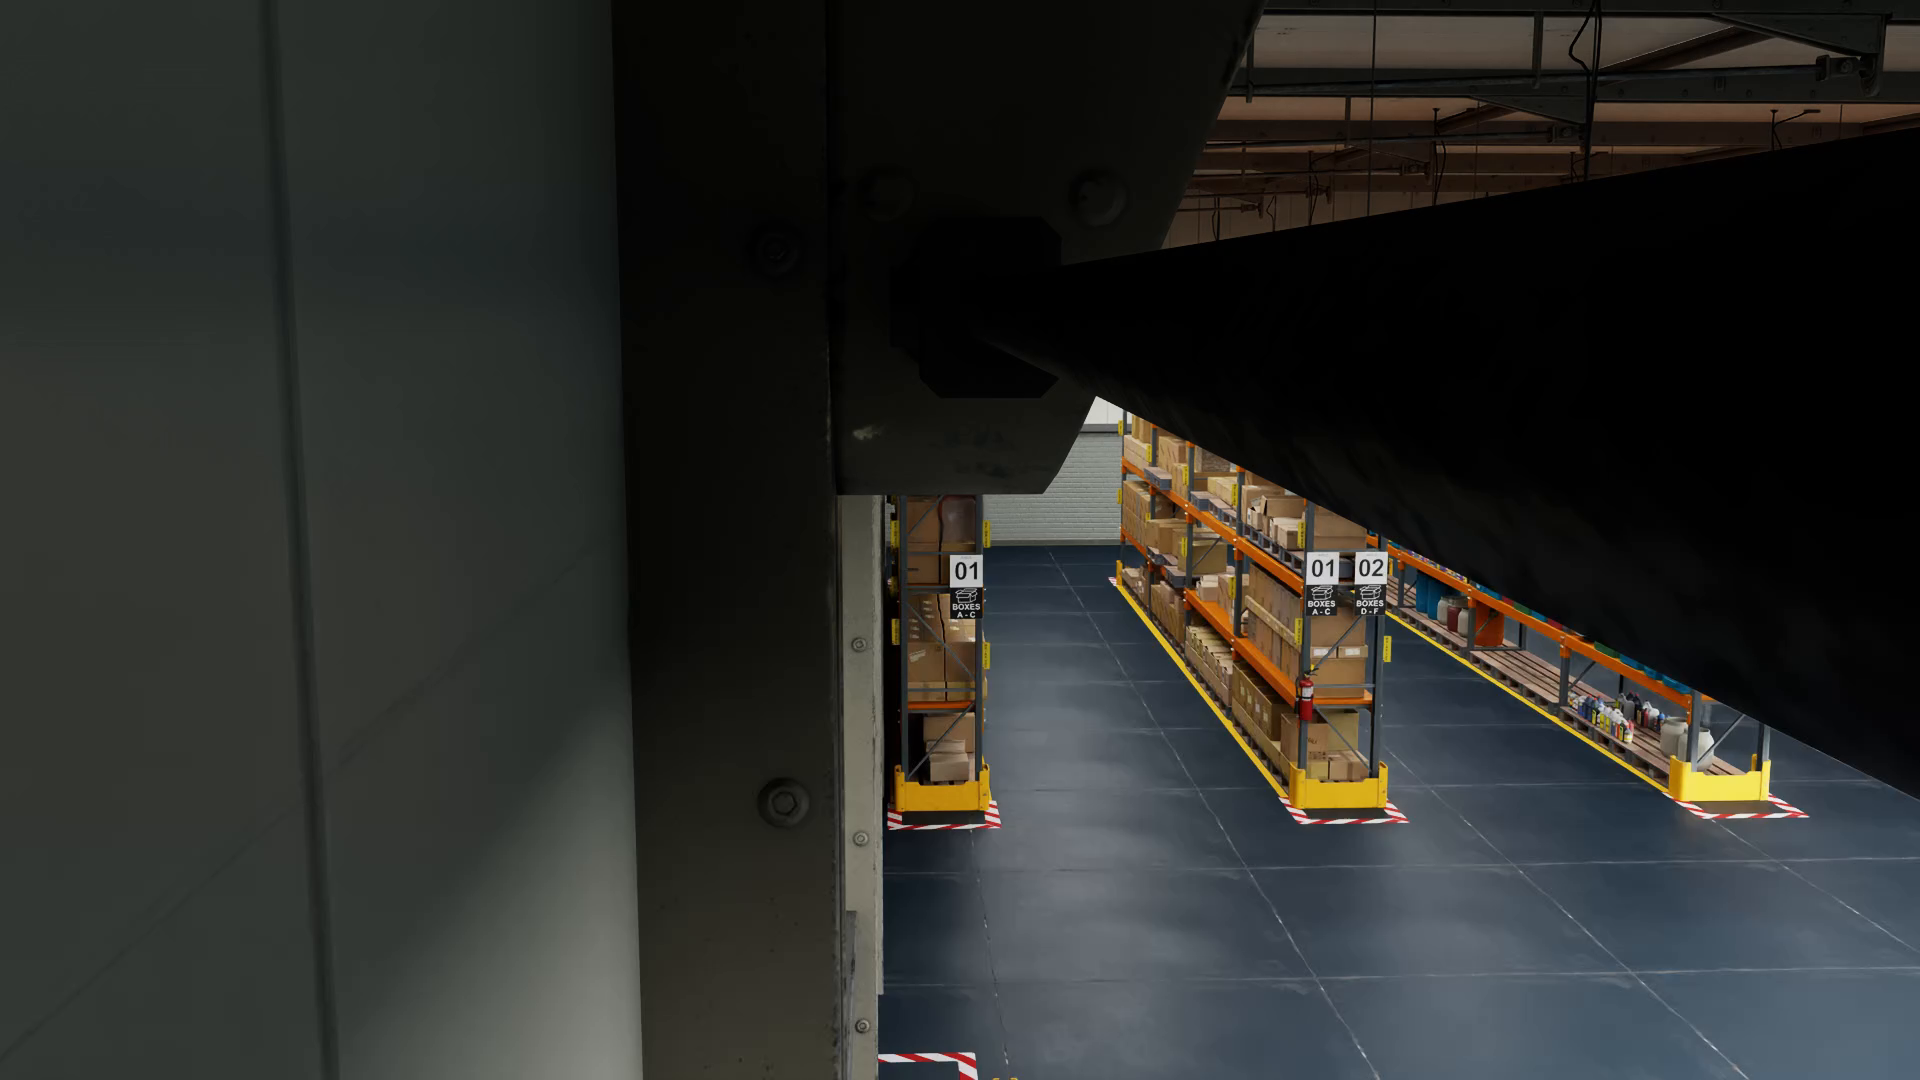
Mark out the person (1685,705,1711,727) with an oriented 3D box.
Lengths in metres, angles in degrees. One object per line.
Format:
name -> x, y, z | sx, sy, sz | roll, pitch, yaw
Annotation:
person -> 10.981, 1.882, 24.694 | 0.458, 1.699, 0.514 | 6, 10, 33
